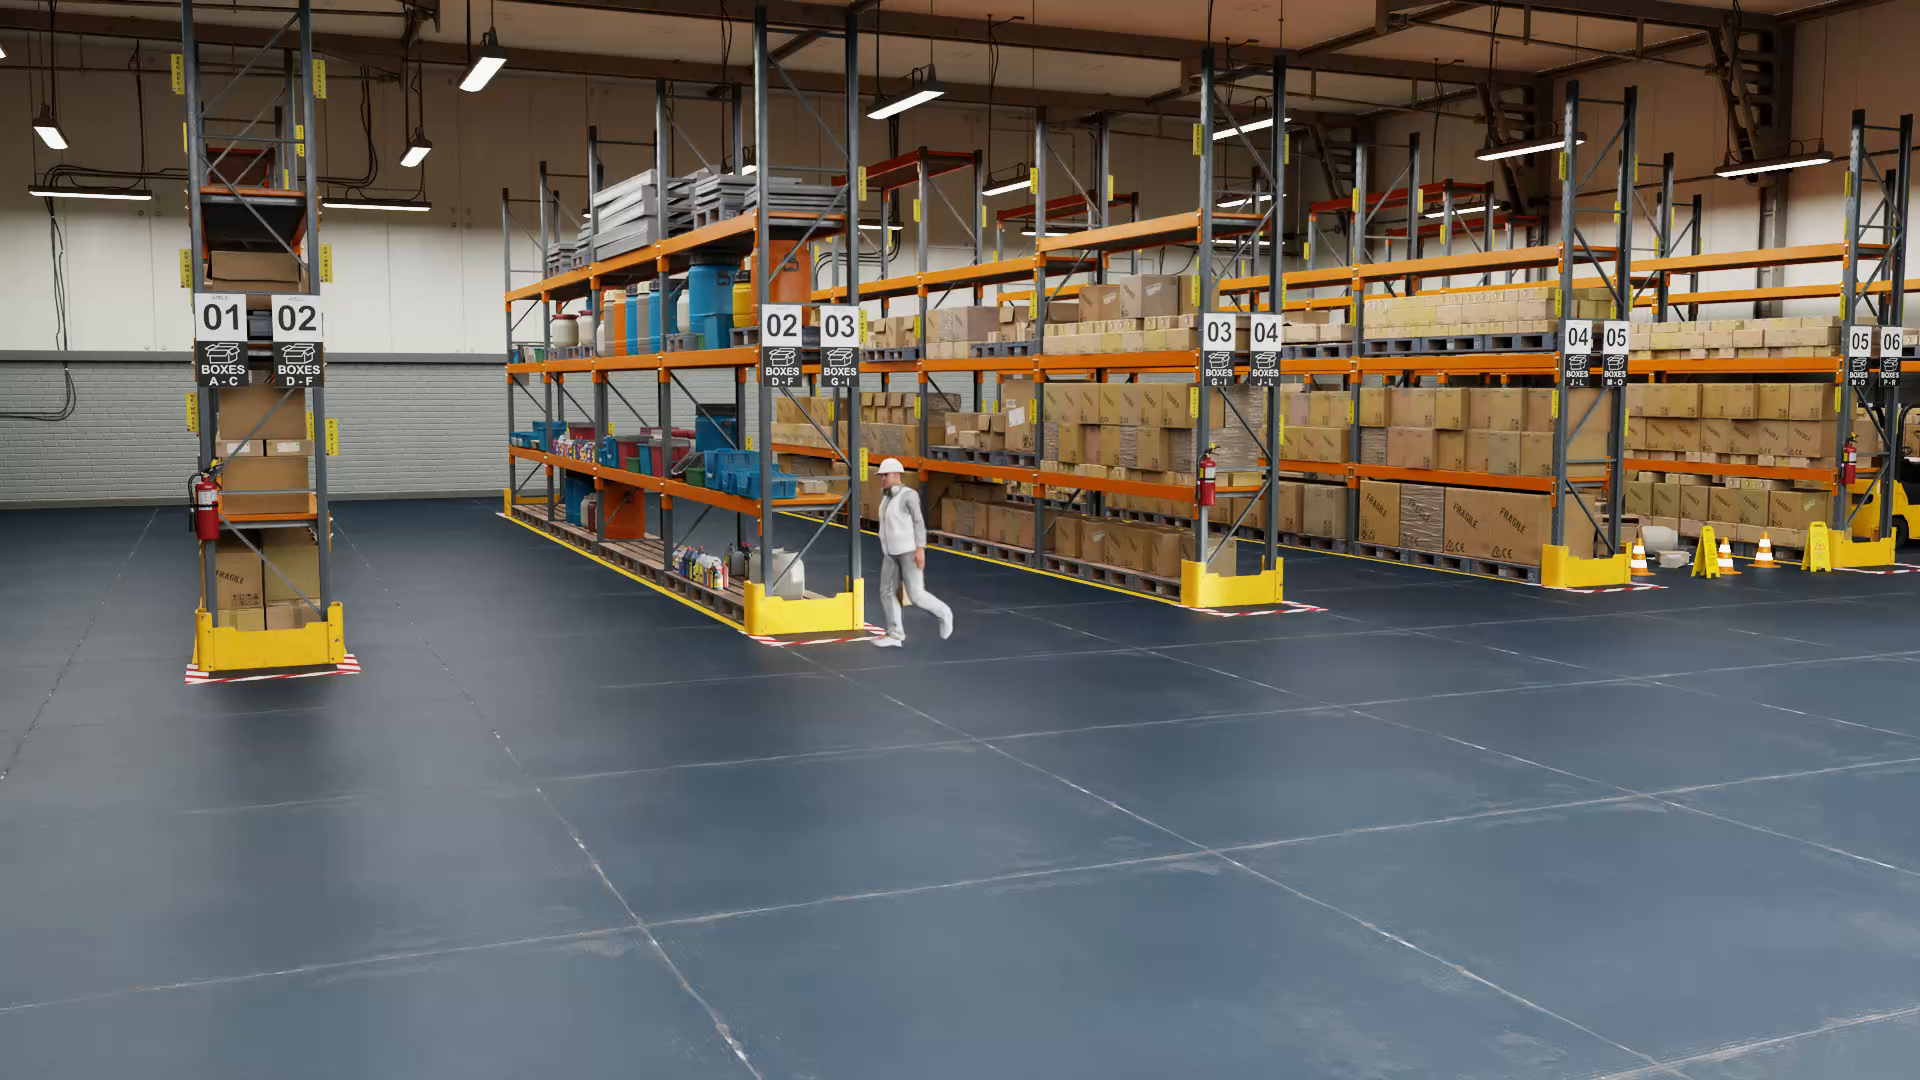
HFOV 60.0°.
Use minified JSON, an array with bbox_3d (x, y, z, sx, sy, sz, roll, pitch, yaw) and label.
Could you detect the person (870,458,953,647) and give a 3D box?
[{"bbox_3d":[-0.493,0.107,15.532,0.849,1.738,0.596,-4,7,-35],"label":"person"}]
